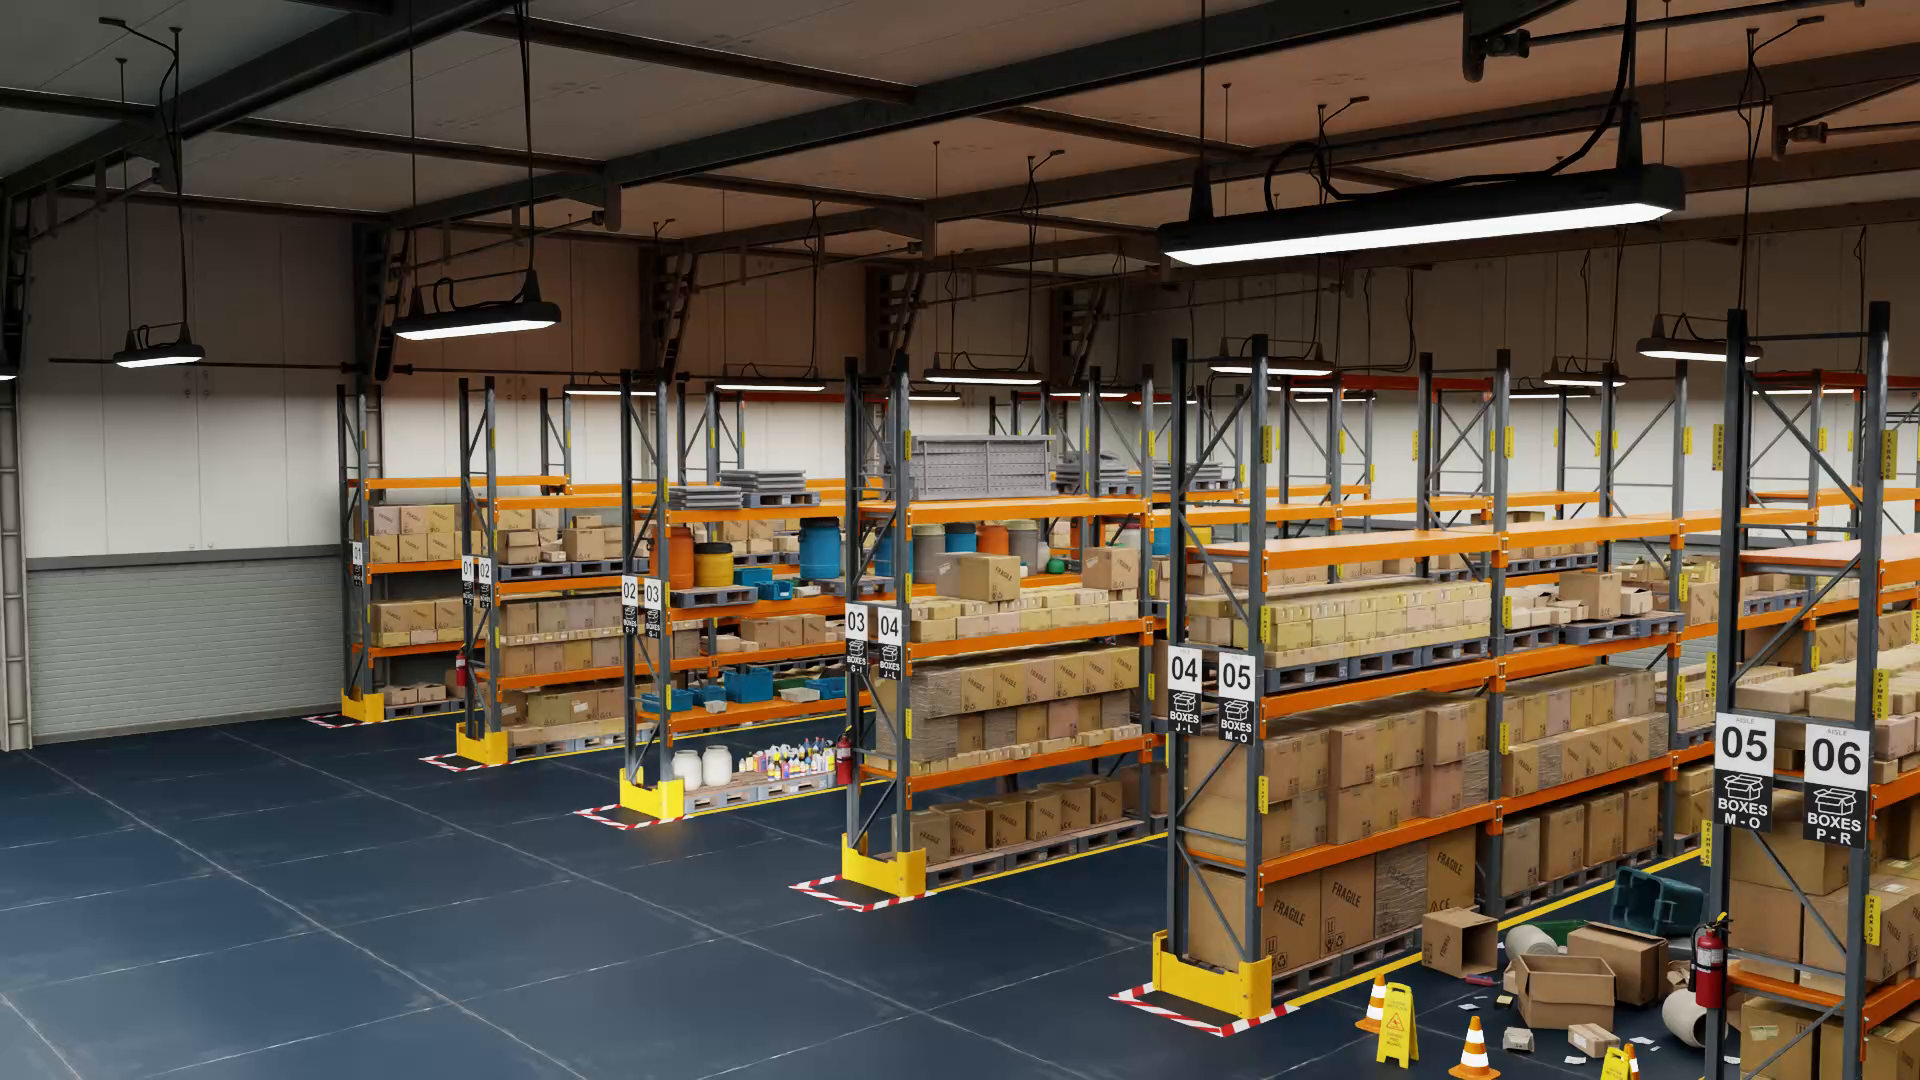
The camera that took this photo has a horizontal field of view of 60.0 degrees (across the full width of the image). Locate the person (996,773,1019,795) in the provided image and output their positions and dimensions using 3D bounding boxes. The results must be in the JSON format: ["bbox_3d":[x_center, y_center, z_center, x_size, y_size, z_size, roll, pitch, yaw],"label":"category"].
[{"bbox_3d":[0.607,2.840,22.260,0.468,1.717,0.590,3,5,35],"label":"person"}]
